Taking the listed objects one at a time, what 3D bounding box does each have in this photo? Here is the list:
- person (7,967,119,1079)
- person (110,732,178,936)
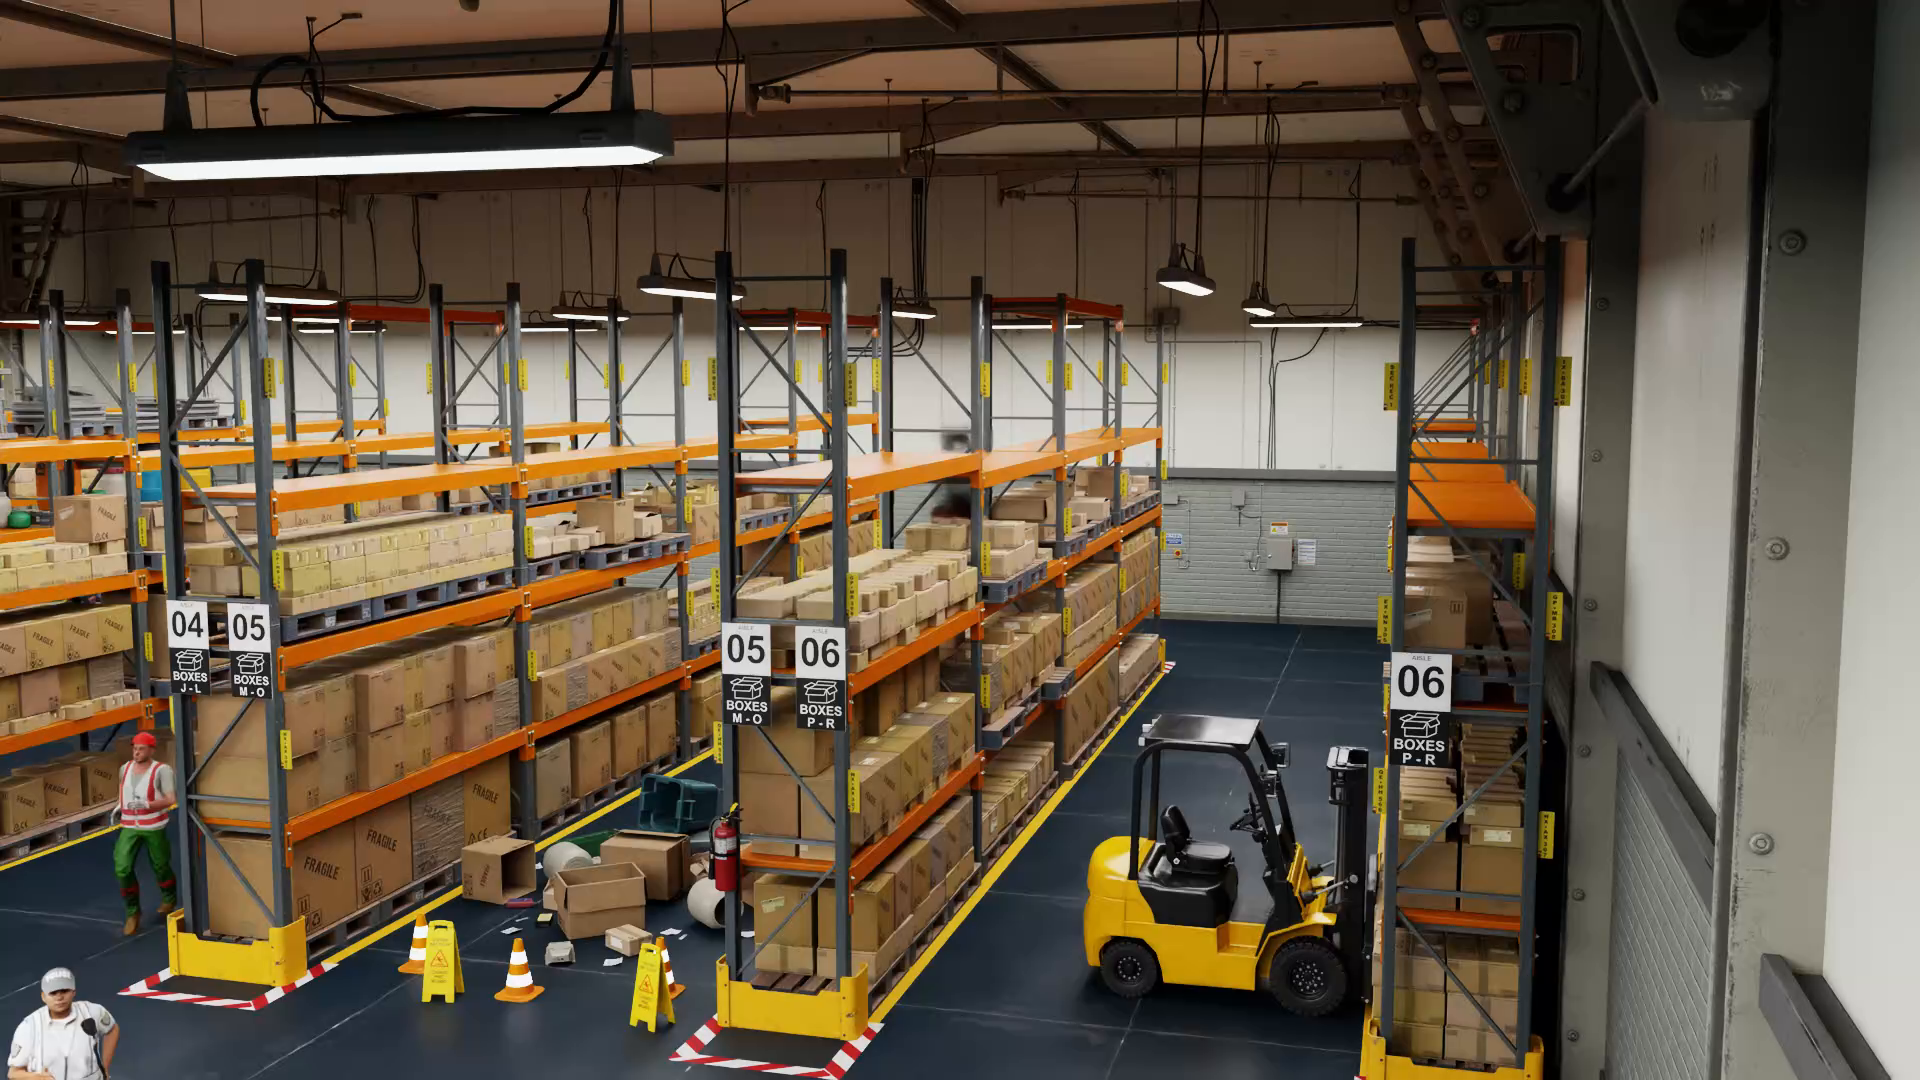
[{"bbox_3d":[-5.190,3.332,9.677,0.582,1.714,0.662,-3,7,-29],"label":"person"},{"bbox_3d":[-7.477,2.671,15.232,0.645,1.841,0.758,0,6,-3],"label":"person"}]
